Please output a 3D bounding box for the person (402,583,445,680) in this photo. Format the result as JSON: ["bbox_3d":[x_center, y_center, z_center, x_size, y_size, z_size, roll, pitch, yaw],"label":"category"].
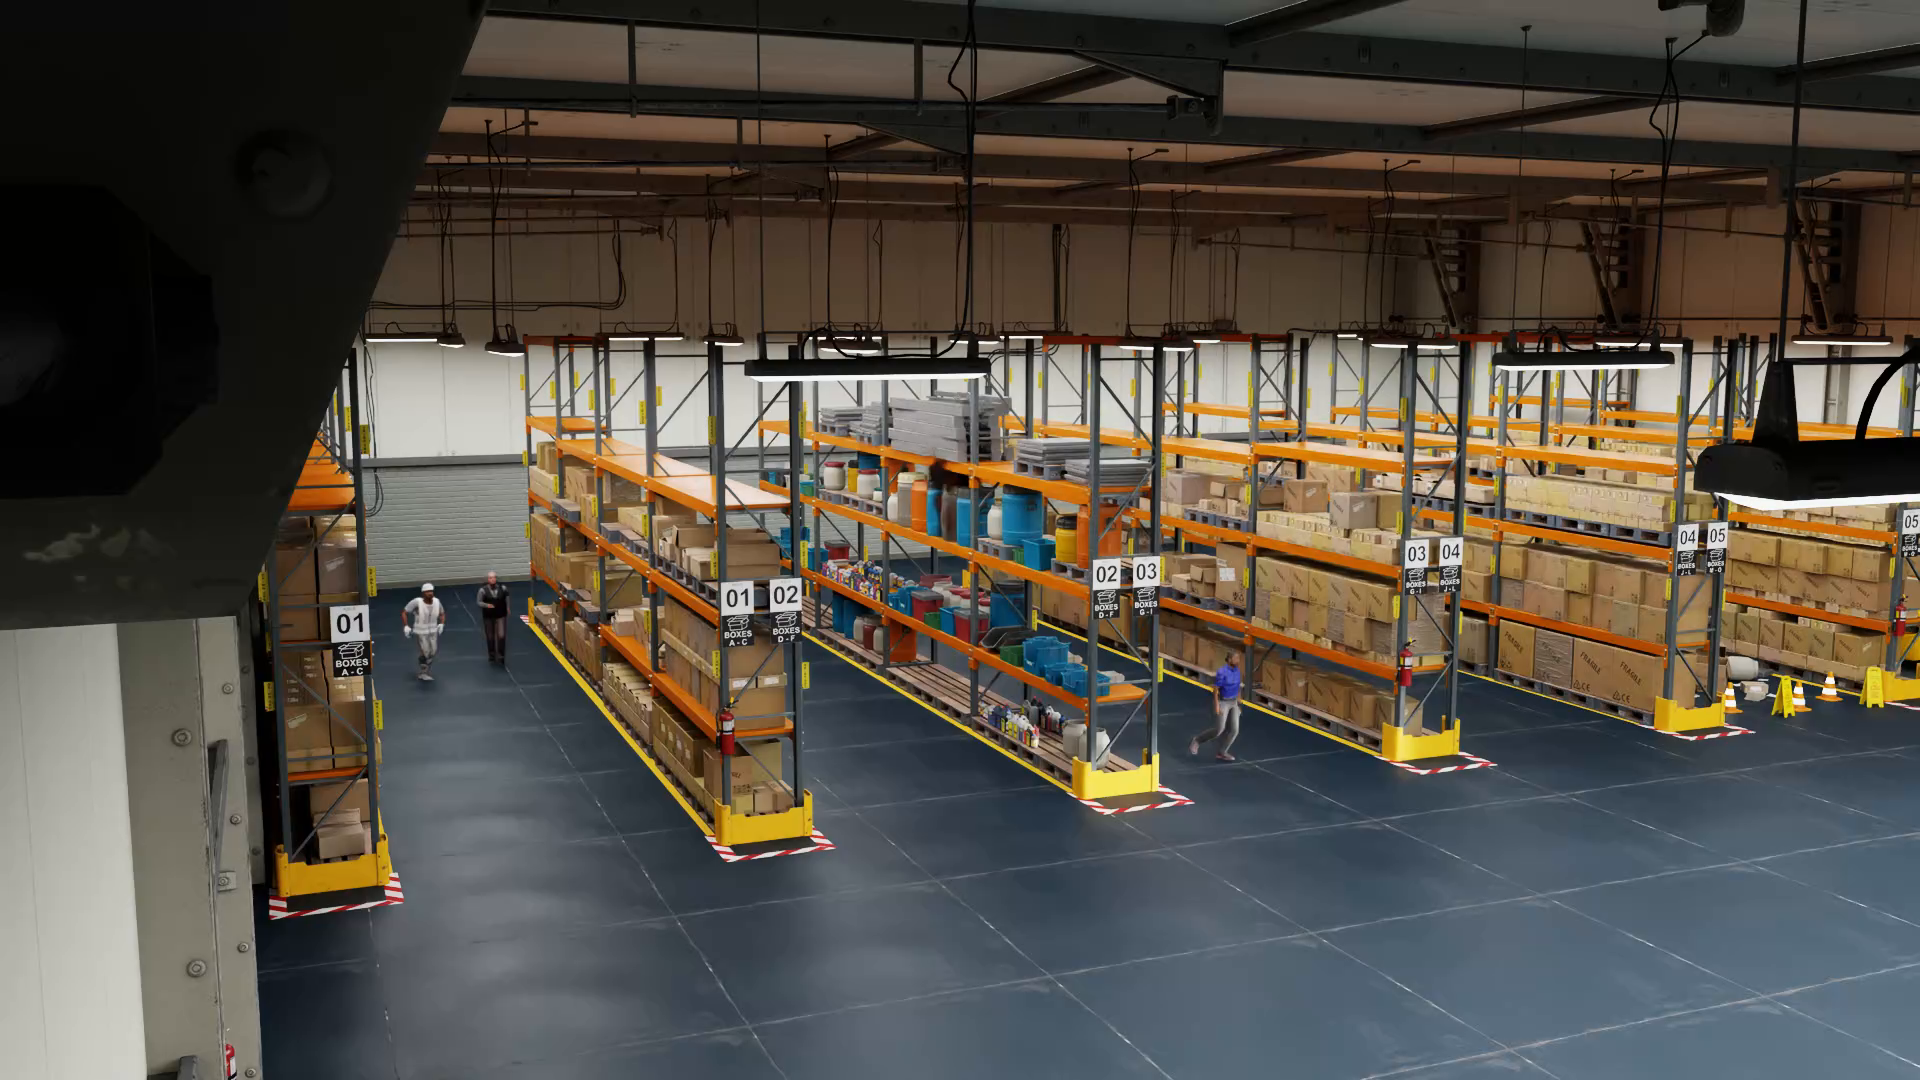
[{"bbox_3d":[-9.357,1.613,29.092,0.755,1.735,0.553,-6,10,-40],"label":"person"}]

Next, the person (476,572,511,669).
[{"bbox_3d":[-8.493,1.458,30.328,0.607,1.775,0.833,-2,8,-16],"label":"person"}]

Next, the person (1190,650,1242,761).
[{"bbox_3d":[3.703,2.360,23.908,0.727,1.592,0.523,-5,9,-35],"label":"person"}]
